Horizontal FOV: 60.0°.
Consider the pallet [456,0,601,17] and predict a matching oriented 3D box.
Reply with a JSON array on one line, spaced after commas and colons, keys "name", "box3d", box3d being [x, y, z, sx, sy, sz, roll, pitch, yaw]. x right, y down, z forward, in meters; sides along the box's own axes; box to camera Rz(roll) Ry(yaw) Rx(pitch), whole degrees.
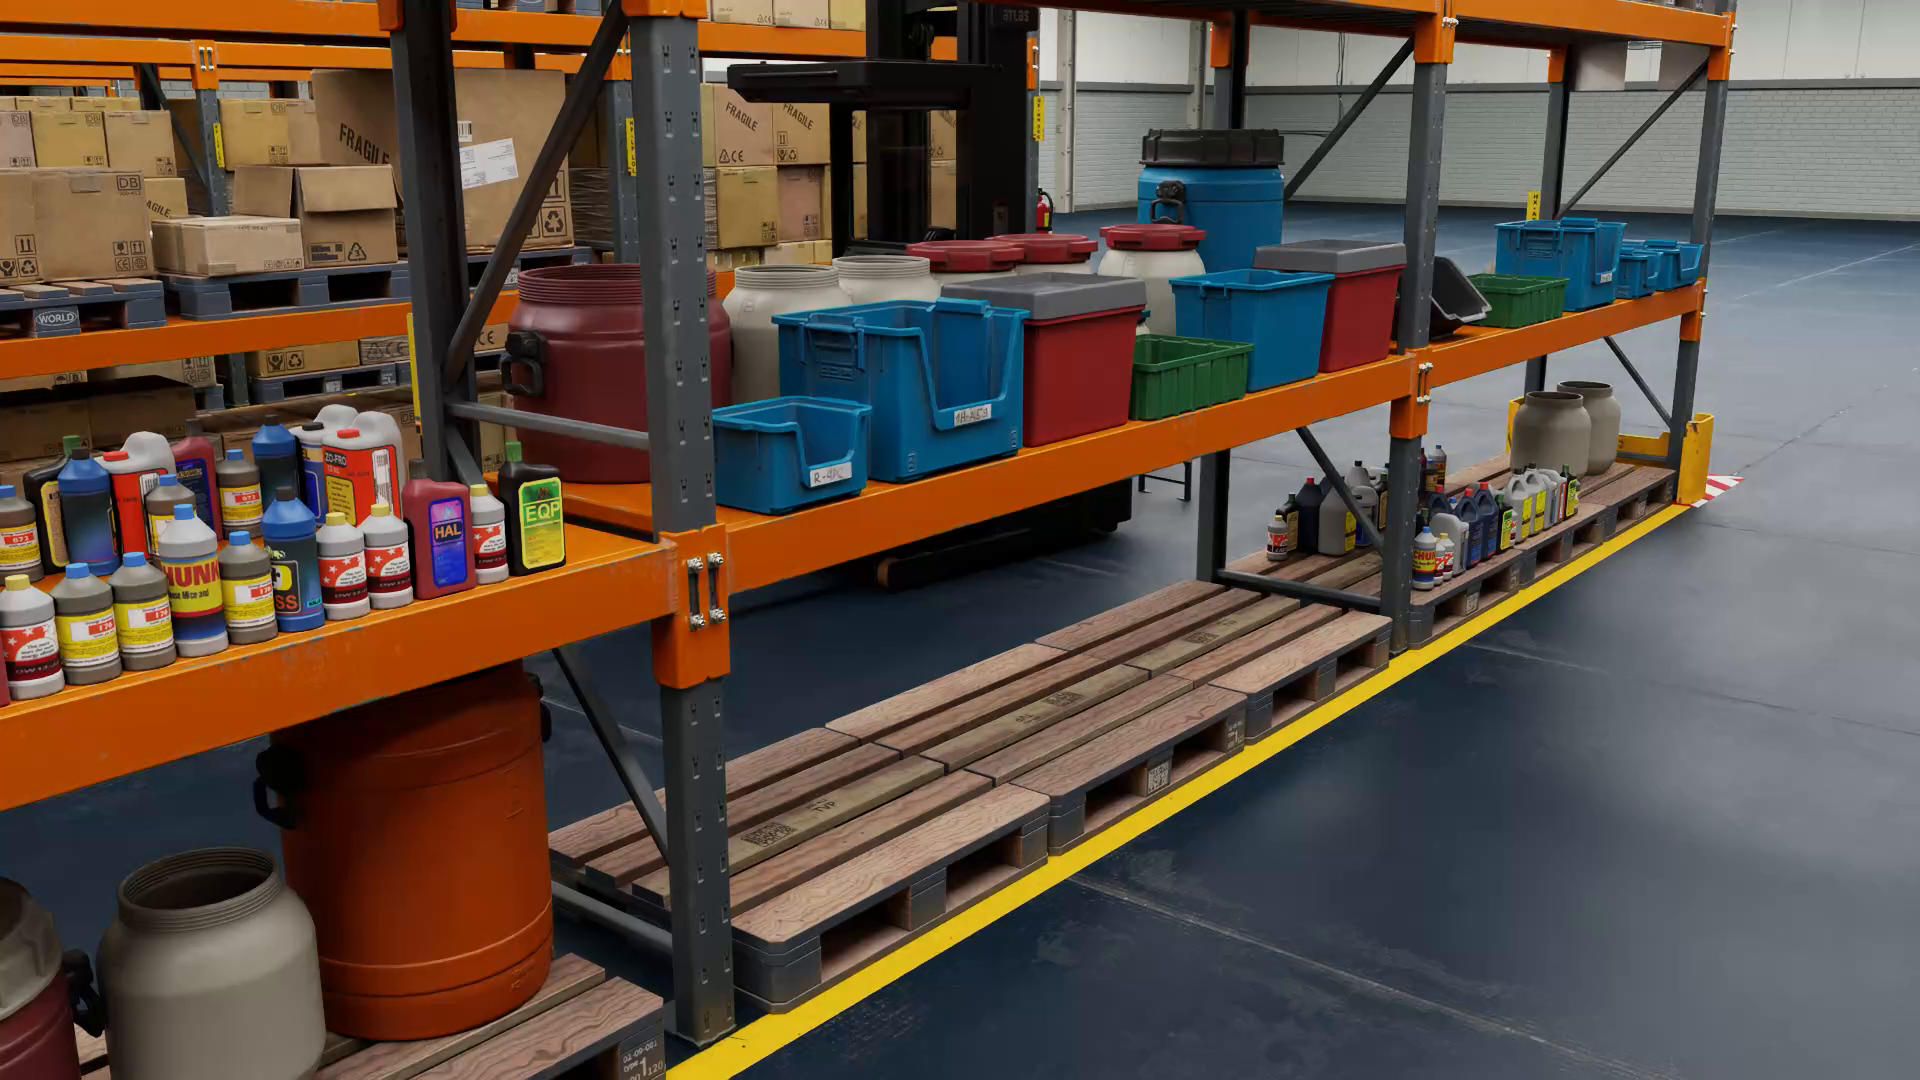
[{"name": "pallet", "box3d": [-2.804, -3.067, 9.395, 1.213, 0.211, 1.003, 11, 18, 38]}]

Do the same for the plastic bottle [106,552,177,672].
[{"name": "plastic bottle", "box3d": [-1.455, 0.123, 2.952, 0.097, 0.201, 0.097, 0, 14, 0]}]

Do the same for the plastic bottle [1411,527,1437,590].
[{"name": "plastic bottle", "box3d": [2.061, 0.076, 7.379, 0.097, 0.271, 0.097, 0, 14, 0]}]

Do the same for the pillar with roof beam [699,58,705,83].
[{"name": "pillar with roof beam", "box3d": [-1.638, -9.419, 27.924, 9.100, 9.000, 0.400, 11, 18, 38]}]

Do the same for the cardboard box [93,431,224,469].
[{"name": "cardboard box", "box3d": [-4.103, -0.282, 8.323, 0.700, 0.500, 0.500, 9, 17, 33]}]

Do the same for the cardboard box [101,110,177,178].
[{"name": "cardboard box", "box3d": [-6.435, -3.030, 12.726, 0.700, 0.500, 0.500, 11, 18, 37]}]

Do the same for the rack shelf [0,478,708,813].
[{"name": "rack shelf", "box3d": [-2.252, 0.458, 2.690, 1.077, 0.370, 4.000, 11, 18, 38]}]

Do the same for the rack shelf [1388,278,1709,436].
[{"name": "rack shelf", "box3d": [2.776, -1.074, 8.720, 1.077, 0.370, 4.000, 11, 18, 38]}]

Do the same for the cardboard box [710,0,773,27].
[{"name": "cardboard box", "box3d": [-1.522, -3.336, 10.376, 0.500, 0.250, 0.500, 11, 18, 37]}]

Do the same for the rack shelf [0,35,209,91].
[{"name": "rack shelf", "box3d": [-7.384, -3.315, 11.450, 1.077, 0.370, 4.000, 11, 18, 38]}]

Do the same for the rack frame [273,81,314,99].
[{"name": "rack frame", "box3d": [-7.527, -4.106, 19.194, 1.000, 3.000, 0.127, 11, 18, 38]}]

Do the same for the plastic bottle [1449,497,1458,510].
[{"name": "plastic bottle", "box3d": [2.347, -0.068, 7.945, 0.097, 0.271, 0.097, 0, 14, 0]}]

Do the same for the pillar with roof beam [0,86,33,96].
[{"name": "pillar with roof beam", "box3d": [-9.180, -7.121, 18.877, 9.100, 9.000, 0.400, 11, 18, 38]}]

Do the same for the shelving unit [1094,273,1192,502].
[{"name": "shelving unit", "box3d": [0.983, -0.935, 9.758, 0.755, 1.500, 0.431, -13, 19, -41]}]

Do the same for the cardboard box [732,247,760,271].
[{"name": "cardboard box", "box3d": [-1.511, -1.827, 10.731, 0.380, 0.149, 0.250, 11, 18, 38]}]

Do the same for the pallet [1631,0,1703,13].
[{"name": "pallet", "box3d": [3.437, -3.025, 9.229, 1.003, 0.211, 1.213, 11, 18, 38]}]

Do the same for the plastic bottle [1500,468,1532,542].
[{"name": "plastic bottle", "box3d": [2.735, -0.177, 8.215, 0.144, 0.351, 0.185, 11, 18, 37]}]

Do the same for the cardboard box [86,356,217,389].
[{"name": "cardboard box", "box3d": [-6.448, -1.574, 12.941, 1.050, 0.750, 0.750, 11, 18, 37]}]

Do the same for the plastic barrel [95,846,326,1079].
[{"name": "plastic barrel", "box3d": [-1.574, 0.947, 3.504, 0.421, 0.512, 0.421, 0, 14, 0]}]

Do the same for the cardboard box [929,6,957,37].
[{"name": "cardboard box", "box3d": [-0.236, -3.726, 11.910, 0.500, 0.250, 0.500, 11, 18, 38]}]

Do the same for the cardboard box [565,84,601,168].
[{"name": "cardboard box", "box3d": [-2.264, -2.612, 10.476, 0.500, 0.500, 0.500, 11, 18, 38]}]

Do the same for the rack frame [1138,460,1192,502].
[{"name": "rack frame", "box3d": [1.250, -0.997, 10.000, 0.023, 1.500, 0.400, -13, 19, -41]}]

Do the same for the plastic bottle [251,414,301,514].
[{"name": "plastic bottle", "box3d": [-1.612, -0.161, 3.925, 0.097, 0.271, 0.097, 0, 14, 0]}]

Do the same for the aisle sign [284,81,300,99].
[{"name": "aisle sign", "box3d": [-7.729, -5.426, 19.109, 0.394, 0.787, 0.004, 11, 18, 38]}]

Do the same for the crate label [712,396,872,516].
[{"name": "crate label", "box3d": [-0.438, -0.215, 4.219, 0.303, 0.233, 0.416, 11, 18, 38]}]

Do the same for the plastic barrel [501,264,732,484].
[{"name": "plastic barrel", "box3d": [-0.939, -0.476, 4.626, 0.600, 0.536, 0.708, 11, 18, 38]}]

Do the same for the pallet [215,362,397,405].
[{"name": "pallet", "box3d": [-5.589, -1.375, 14.108, 1.003, 0.211, 1.213, 11, 18, 38]}]

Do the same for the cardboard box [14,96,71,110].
[{"name": "cardboard box", "box3d": [-9.258, -4.162, 16.577, 0.700, 0.500, 0.500, 11, 18, 38]}]

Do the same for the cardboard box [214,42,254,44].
[{"name": "cardboard box", "box3d": [-7.967, -5.397, 17.886, 0.500, 0.250, 0.500, 11, 18, 37]}]

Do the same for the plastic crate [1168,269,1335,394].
[{"name": "plastic crate", "box3d": [1.068, -0.773, 6.105, 0.392, 0.384, 0.575, 11, 18, 38]}]

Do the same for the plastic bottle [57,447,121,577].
[{"name": "plastic bottle", "box3d": [-1.856, -0.063, 3.539, 0.097, 0.271, 0.097, 0, 14, 0]}]

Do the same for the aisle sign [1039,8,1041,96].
[{"name": "aisle sign", "box3d": [0.453, -3.798, 12.701, 0.394, 0.787, 0.004, 11, 18, 38]}]

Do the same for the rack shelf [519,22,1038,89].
[{"name": "rack shelf", "box3d": [-1.076, -3.295, 11.368, 1.077, 0.370, 4.000, 11, 18, 38]}]

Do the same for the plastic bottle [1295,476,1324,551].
[{"name": "plastic bottle", "box3d": [1.700, -0.137, 8.057, 0.144, 0.351, 0.185, 11, 18, 36]}]

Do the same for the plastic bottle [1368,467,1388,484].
[{"name": "plastic bottle", "box3d": [2.129, -0.230, 8.575, 0.152, 0.276, 0.135, 12, 18, 39]}]

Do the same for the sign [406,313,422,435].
[{"name": "sign", "box3d": [-1.427, -0.437, 4.418, 0.100, 0.325, 0.005, 11, 18, 38]}]

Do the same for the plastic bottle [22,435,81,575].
[{"name": "plastic bottle", "box3d": [-1.929, -0.077, 3.572, 0.061, 0.283, 0.133, 11, 18, 38]}]

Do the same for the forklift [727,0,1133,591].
[{"name": "forklift", "box3d": [-0.460, -1.315, 8.346, 3.031, 2.935, 1.130, -13, 19, -41]}]

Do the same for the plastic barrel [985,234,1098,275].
[{"name": "plastic barrel", "box3d": [0.286, -0.816, 5.967, 0.433, 0.535, 0.433, 0, 14, 0]}]

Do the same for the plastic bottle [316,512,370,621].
[{"name": "plastic bottle", "box3d": [-1.210, 0.048, 3.245, 0.097, 0.201, 0.097, 0, 14, 0]}]

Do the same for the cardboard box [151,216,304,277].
[{"name": "cardboard box", "box3d": [-3.615, -1.457, 8.216, 0.500, 0.250, 0.500, 11, 18, 36]}]

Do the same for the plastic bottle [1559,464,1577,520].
[{"name": "plastic bottle", "box3d": [3.161, -0.258, 8.669, 0.061, 0.283, 0.133, 12, 18, 39]}]

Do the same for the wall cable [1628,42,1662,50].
[{"name": "wall cable", "box3d": [16.581, -14.068, 39.317, 2.305, 6.003, 0.169, 11, 18, 38]}]

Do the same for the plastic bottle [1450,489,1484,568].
[{"name": "plastic bottle", "box3d": [2.349, -0.060, 7.752, 0.144, 0.351, 0.185, 12, 18, 39]}]

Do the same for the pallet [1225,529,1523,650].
[{"name": "pallet", "box3d": [1.974, 0.189, 7.948, 1.003, 0.211, 1.213, 11, 18, 38]}]

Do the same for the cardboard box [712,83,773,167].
[{"name": "cardboard box", "box3d": [-1.539, -2.626, 10.532, 0.500, 0.500, 0.500, 11, 18, 38]}]

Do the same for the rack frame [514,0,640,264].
[{"name": "rack frame", "box3d": [-2.333, -1.806, 10.141, 1.000, 3.000, 0.127, 11, 18, 38]}]

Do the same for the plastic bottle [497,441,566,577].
[{"name": "plastic bottle", "box3d": [-0.917, -0.074, 3.558, 0.061, 0.283, 0.133, 11, 18, 38]}]

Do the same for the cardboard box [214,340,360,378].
[{"name": "cardboard box", "box3d": [-5.678, -1.877, 13.880, 0.875, 0.875, 0.875, 12, 18, 38]}]

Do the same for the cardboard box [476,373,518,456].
[{"name": "cardboard box", "box3d": [-2.736, -0.694, 9.945, 0.700, 0.500, 0.500, 10, 17, 33]}]

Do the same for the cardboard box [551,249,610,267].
[{"name": "cardboard box", "box3d": [-2.427, -1.771, 10.513, 0.380, 0.149, 0.250, 11, 18, 38]}]

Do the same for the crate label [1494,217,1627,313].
[{"name": "crate label", "box3d": [3.087, -1.429, 8.583, 0.502, 0.435, 0.616, 11, 18, 38]}]

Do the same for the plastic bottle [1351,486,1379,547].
[{"name": "plastic bottle", "box3d": [1.952, -0.120, 8.140, 0.152, 0.276, 0.135, 11, 18, 38]}]

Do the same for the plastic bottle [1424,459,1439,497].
[{"name": "plastic bottle", "box3d": [2.586, -0.344, 9.175, 0.097, 0.201, 0.097, 0, 14, 0]}]

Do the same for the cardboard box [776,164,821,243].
[{"name": "cardboard box", "box3d": [-1.425, -2.277, 11.188, 0.875, 0.500, 0.500, 11, 18, 38]}]

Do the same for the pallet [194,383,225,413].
[{"name": "pallet", "box3d": [-6.554, -1.082, 12.955, 1.003, 0.211, 1.213, 11, 18, 38]}]
